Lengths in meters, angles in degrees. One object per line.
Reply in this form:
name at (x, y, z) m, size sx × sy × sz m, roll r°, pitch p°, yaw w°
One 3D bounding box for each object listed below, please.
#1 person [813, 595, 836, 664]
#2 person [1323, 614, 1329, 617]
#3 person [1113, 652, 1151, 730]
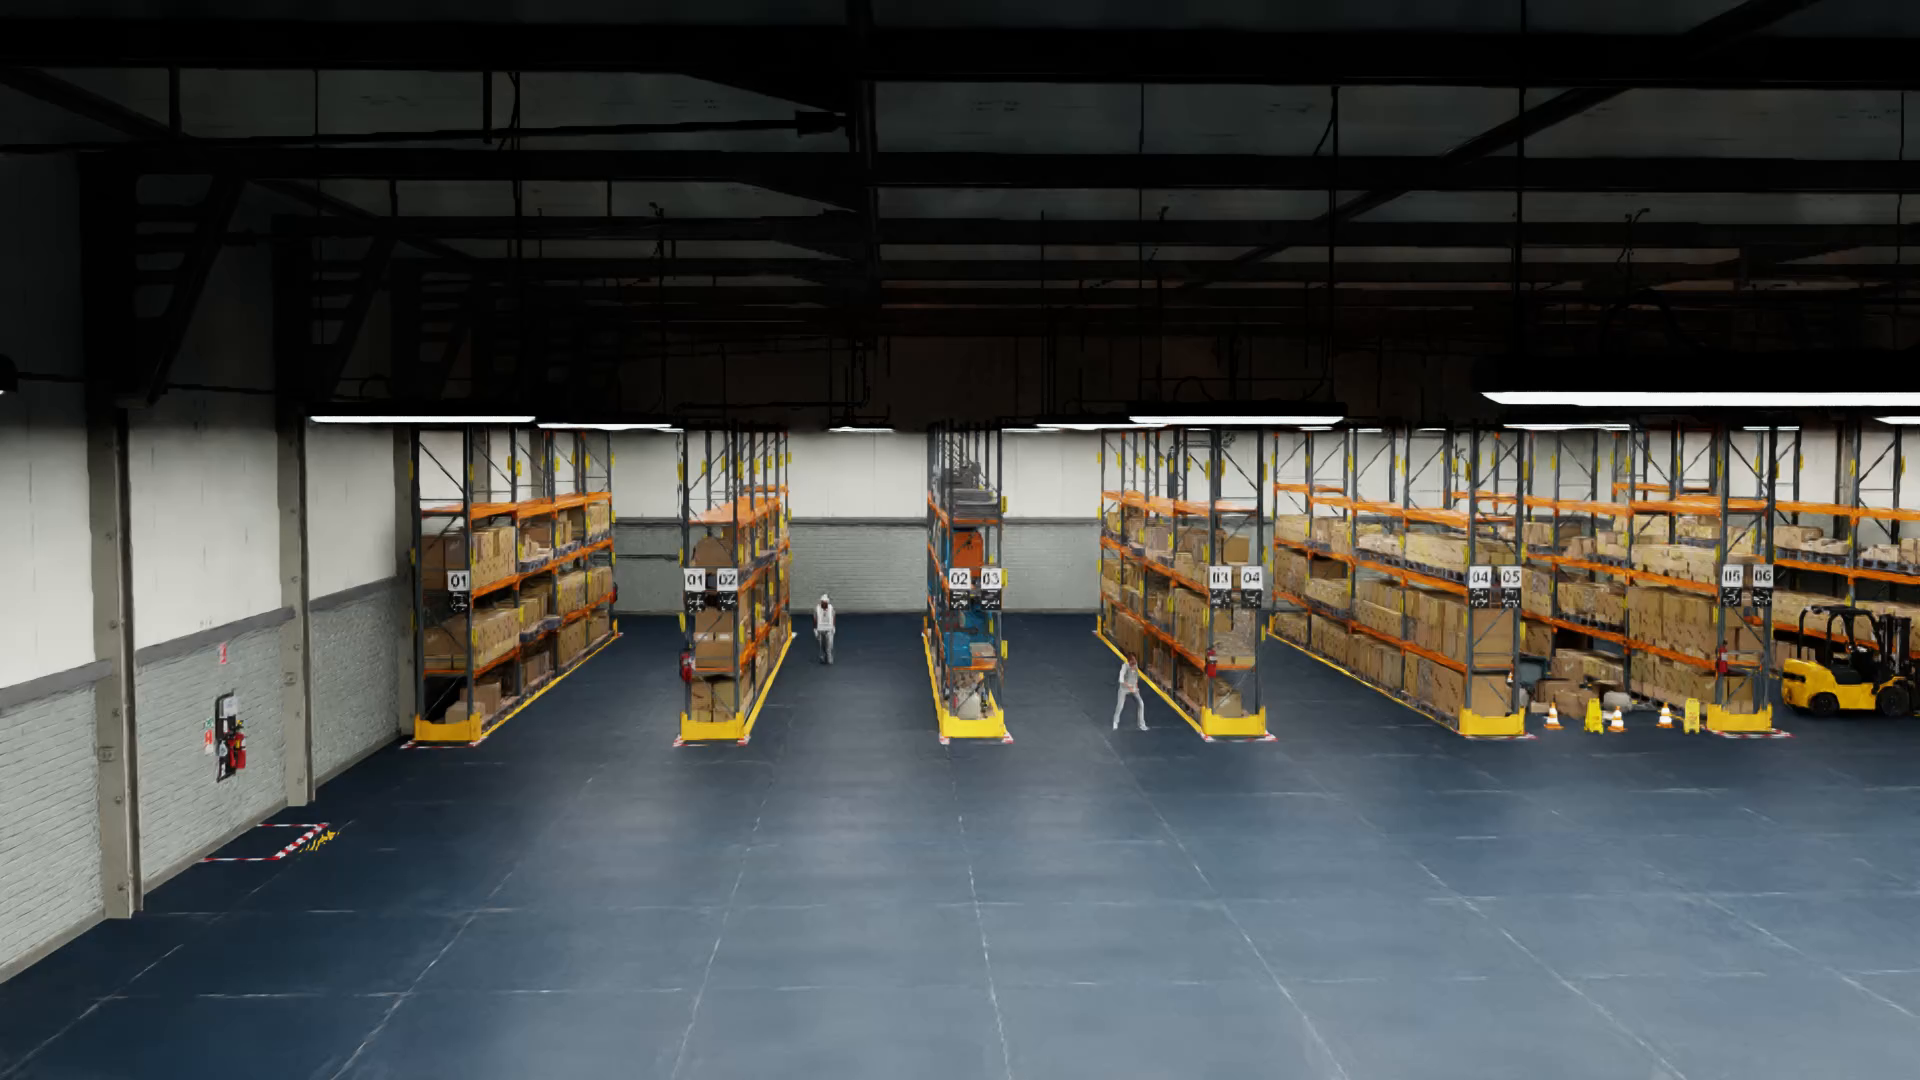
person at (-3.371, 2.202, 41.392) m, size 0.571 × 1.700 × 1.112 m, roll 0°, pitch 4°, yaw -4°
person at (11.114, 1.651, 49.866) m, size 0.759 × 1.771 × 0.605 m, roll -2°, pitch 4°, yaw -31°
person at (3.265, 2.896, 32.052) m, size 0.574 × 1.535 × 0.749 m, roll -2°, pitch 4°, yaw -23°
